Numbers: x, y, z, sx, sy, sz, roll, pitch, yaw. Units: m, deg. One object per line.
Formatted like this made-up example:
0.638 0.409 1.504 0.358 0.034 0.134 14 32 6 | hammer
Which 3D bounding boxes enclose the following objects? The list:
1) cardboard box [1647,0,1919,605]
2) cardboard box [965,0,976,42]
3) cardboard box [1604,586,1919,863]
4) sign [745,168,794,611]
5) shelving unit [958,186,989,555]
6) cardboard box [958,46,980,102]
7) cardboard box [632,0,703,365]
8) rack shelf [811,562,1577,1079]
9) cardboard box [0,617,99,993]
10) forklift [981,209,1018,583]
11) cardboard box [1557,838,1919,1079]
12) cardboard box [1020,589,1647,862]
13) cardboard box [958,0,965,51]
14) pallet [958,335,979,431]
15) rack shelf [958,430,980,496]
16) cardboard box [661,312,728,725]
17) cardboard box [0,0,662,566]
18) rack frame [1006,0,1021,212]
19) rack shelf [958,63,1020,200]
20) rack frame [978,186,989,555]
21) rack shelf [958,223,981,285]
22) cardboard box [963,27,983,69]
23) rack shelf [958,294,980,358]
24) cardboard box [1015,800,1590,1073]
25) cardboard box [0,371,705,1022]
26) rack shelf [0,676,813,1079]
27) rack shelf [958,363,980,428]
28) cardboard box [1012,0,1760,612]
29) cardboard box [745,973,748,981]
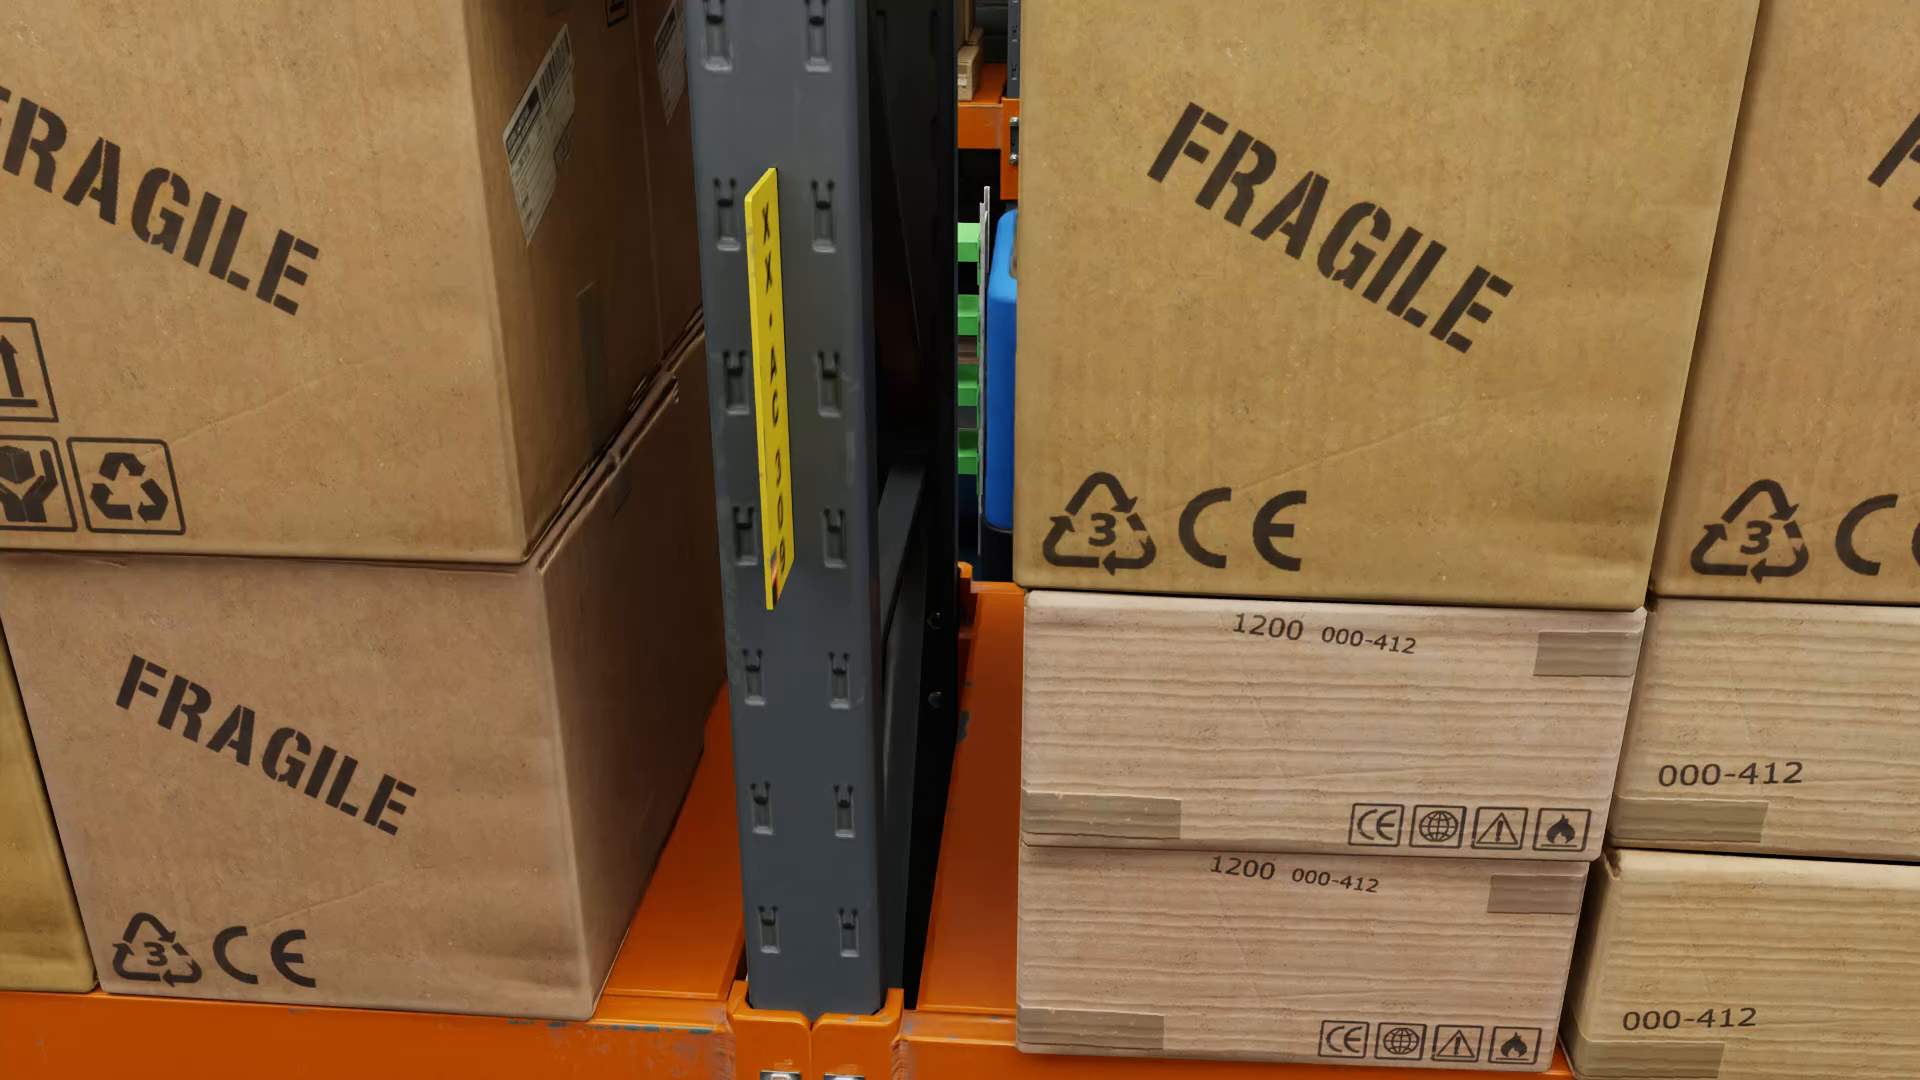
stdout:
0.823 -0.275 1.444 0.500 0.500 0.500 2 25 4 | cardboard box
-0.200 -2.178 6.719 0.500 0.250 0.500 2 25 3 | cardboard box
0.836 0.064 1.605 0.500 0.250 0.500 2 25 5 | cardboard box
-0.144 -0.112 1.274 0.005 0.325 0.100 2 25 4 | sign
-0.165 -0.550 5.511 0.503 1.200 0.258 2 25 4 | shelving unit
-0.064 -1.774 6.317 0.250 0.149 0.380 2 25 5 | cardboard box
-0.560 -0.530 1.997 0.500 0.500 0.500 2 25 4 | cardboard box
1.891 0.477 1.986 4.000 0.370 1.077 2 25 4 | rack shelf
-1.099 0.118 1.785 0.500 0.500 0.500 1 25 3 | cardboard box
1.603 -1.255 4.972 3.031 2.935 1.130 1 25 3 | forklift
0.831 0.294 1.702 0.500 0.250 0.500 1 25 3 | cardboard box
0.314 0.059 1.616 0.500 0.250 0.500 1 25 2 | cardboard box
-0.254 -1.965 6.255 0.500 0.250 0.500 2 25 5 | cardboard box
-0.412 -0.738 7.103 1.213 0.211 1.003 2 25 4 | pallet
-0.165 -0.274 5.638 0.480 0.148 0.258 2 25 4 | rack shelf
-0.551 -0.084 2.224 0.500 0.500 0.500 3 25 6 | cardboard box
-0.595 -0.314 1.528 0.500 0.500 0.500 2 25 4 | cardboard box
0.273 -1.983 6.471 0.127 3.000 1.000 2 25 4 | rack frame
-1.721 -1.720 6.760 4.000 0.370 1.077 2 25 4 | rack shelf
0.078 -0.543 5.494 0.015 1.200 0.240 2 25 4 | rack frame
-0.165 -0.928 5.337 0.480 0.148 0.258 2 25 4 | rack shelf
-0.042 -1.994 6.795 0.250 0.149 0.380 2 25 4 | cardboard box
-0.165 -0.710 5.437 0.480 0.148 0.258 2 25 4 | rack shelf
0.315 0.278 1.736 0.500 0.250 0.500 1 25 3 | cardboard box
-0.585 0.132 1.755 0.500 0.500 0.500 2 25 4 | cardboard box
-2.098 0.349 2.264 4.000 0.370 1.077 2 25 4 | rack shelf
-0.165 -0.492 5.537 0.480 0.148 0.258 2 25 4 | rack shelf
0.313 -0.280 1.454 0.500 0.500 0.500 2 25 5 | cardboard box
-0.721 0.994 2.563 0.875 0.438 0.875 1 25 3 | cardboard box
